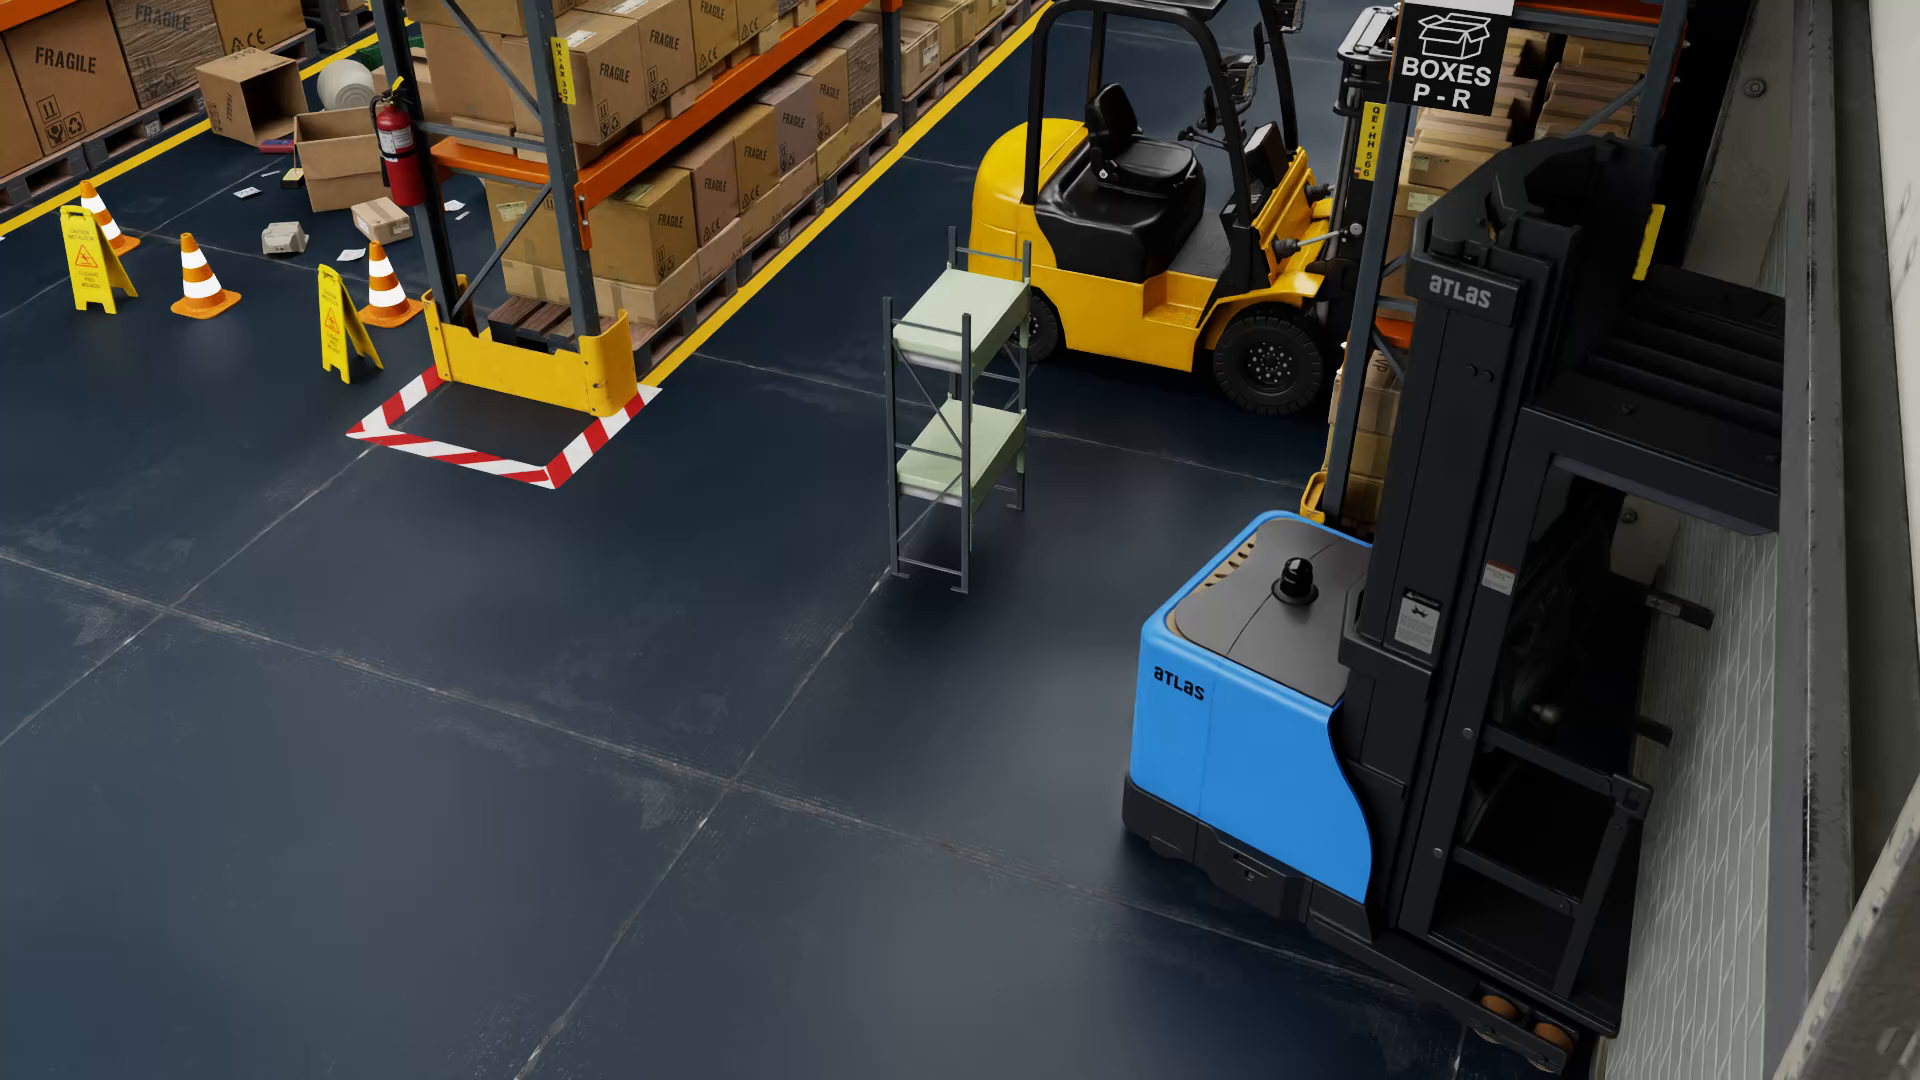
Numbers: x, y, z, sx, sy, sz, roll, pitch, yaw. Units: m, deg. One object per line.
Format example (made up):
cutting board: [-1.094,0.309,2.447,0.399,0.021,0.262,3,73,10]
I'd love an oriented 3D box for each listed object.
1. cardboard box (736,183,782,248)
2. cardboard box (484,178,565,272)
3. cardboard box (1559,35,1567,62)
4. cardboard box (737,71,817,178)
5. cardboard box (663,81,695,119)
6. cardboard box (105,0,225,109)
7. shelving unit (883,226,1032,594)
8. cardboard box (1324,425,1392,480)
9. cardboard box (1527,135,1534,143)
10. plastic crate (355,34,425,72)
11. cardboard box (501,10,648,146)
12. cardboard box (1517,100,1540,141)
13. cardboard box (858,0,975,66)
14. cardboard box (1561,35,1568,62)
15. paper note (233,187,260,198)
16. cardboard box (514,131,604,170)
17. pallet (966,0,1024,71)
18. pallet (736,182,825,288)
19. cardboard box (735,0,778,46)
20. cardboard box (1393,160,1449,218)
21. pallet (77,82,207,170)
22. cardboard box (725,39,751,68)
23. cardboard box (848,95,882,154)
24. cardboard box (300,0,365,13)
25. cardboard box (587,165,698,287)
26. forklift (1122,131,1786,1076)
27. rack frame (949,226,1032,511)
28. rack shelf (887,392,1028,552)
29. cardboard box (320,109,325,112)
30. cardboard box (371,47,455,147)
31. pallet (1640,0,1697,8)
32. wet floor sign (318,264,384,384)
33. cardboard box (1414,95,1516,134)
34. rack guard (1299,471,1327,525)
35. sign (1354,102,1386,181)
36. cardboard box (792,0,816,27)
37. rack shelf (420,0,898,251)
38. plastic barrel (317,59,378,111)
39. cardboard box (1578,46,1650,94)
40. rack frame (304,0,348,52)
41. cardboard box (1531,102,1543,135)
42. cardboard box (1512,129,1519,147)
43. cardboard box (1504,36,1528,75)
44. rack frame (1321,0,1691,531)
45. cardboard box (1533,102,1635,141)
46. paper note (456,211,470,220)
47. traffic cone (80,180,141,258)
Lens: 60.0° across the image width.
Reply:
cardboard box: [-1.468,-2.087,10.483,0.500,0.250,0.500,16,40,21]
cardboard box: [-2.364,-1.921,9.634,0.500,0.500,0.500,14,39,18]
cardboard box: [3.093,-2.698,9.271,0.500,0.500,0.500,15,39,19]
cardboard box: [-1.268,-2.679,10.648,0.500,0.500,0.500,16,40,20]
cardboard box: [-1.709,-2.492,9.289,0.380,0.149,0.250,14,39,18]
cardboard box: [-6.166,-3.822,12.282,0.875,0.875,0.875,14,39,18]
shelving unit: [-0.003,-0.597,7.796,0.431,1.500,0.755,14,39,18]
cardboard box: [2.060,-0.530,7.982,0.500,0.250,0.500,13,39,17]
cardboard box: [2.670,-1.641,7.314,0.380,0.149,0.250,13,39,17]
plastic crate: [-4.377,-3.839,13.181,0.662,0.188,0.450,-25,33,-29]
cardboard box: [-1.991,-2.409,8.636,0.500,0.500,0.500,13,39,17]
cardboard box: [2.509,-1.863,8.154,0.500,0.500,0.500,13,39,17]
cardboard box: [-0.438,-4.071,13.035,0.950,0.372,0.625,16,40,21]
cardboard box: [3.572,-2.591,9.128,0.500,0.500,0.500,14,39,18]
paper note: [-4.893,-2.391,11.425,0.144,0.017,0.142,29,45,33]
cardboard box: [-2.107,-2.091,8.752,0.380,0.149,0.250,14,39,18]
pallet: [-0.148,-4.258,13.770,1.003,0.211,1.213,14,39,18]
pallet: [-1.592,-2.091,10.871,1.003,0.211,1.213,14,39,18]
cardboard box: [-1.418,-3.262,9.777,0.500,0.500,0.500,13,39,17]
cardboard box: [2.037,-1.478,7.096,0.380,0.149,0.250,14,39,18]
pallet: [-6.347,-3.139,12.273,1.003,0.211,1.213,14,39,18]
cardboard box: [-1.469,-2.943,9.891,0.380,0.149,0.250,13,39,17]
cardboard box: [-0.882,-2.944,11.629,0.500,0.250,0.500,16,40,20]
cardboard box: [-5.369,-4.968,13.920,1.050,0.750,0.750,14,39,18]
cardboard box: [-1.857,-1.815,9.492,0.500,0.500,0.500,13,39,16]
forklift: [2.122,0.309,5.388,3.031,2.935,1.130,25,43,29]
rack frame: [0.137,-0.800,8.067,0.400,1.500,0.023,14,39,18]
rack shelf: [-0.003,-0.336,7.991,0.431,0.370,0.720,14,39,18]
cardboard box: [-4.473,-2.871,11.869,0.396,0.266,0.258,21,42,25]
cardboard box: [-3.753,-3.174,11.963,0.797,0.637,0.503,14,39,18]
pallet: [2.457,-2.474,6.622,1.003,0.211,1.213,14,39,18]
wet floor sign: [-3.490,-1.246,9.378,0.267,0.644,0.232,29,45,33]
cardboard box: [2.245,-1.882,7.389,0.380,0.149,0.250,15,39,19]
rack guard: [2.155,0.092,7.709,1.175,0.500,0.348,14,39,18]
sign: [1.667,-1.612,6.736,0.100,0.325,0.005,14,39,18]
cardboard box: [-1.130,-3.354,10.442,0.380,0.149,0.250,13,39,17]
rack shelf: [-1.667,-2.870,10.185,1.077,0.370,4.000,14,39,18]
plastic barrel: [-4.535,-3.328,12.348,0.421,0.421,0.512,-17,40,-22]
cardboard box: [3.083,-2.173,7.778,0.380,0.149,0.250,13,39,17]
rack frame: [-5.522,-5.337,12.885,1.000,3.000,0.127,14,39,18]
cardboard box: [2.974,-1.746,7.997,0.500,0.500,0.500,13,39,17]
cardboard box: [2.366,-1.890,7.648,0.380,0.149,0.250,14,39,17]
cardboard box: [2.498,-2.317,7.970,0.380,0.149,0.250,15,39,19]
rack frame: [2.164,-0.922,6.978,1.000,3.000,0.127,14,39,18]
cardboard box: [2.707,-1.765,7.232,0.380,0.149,0.250,15,39,19]
paper note: [-3.335,-2.177,11.154,0.032,0.001,0.123,14,39,18]
traffic cone: [-5.529,-2.077,10.642,0.336,0.463,0.334,14,39,18]
